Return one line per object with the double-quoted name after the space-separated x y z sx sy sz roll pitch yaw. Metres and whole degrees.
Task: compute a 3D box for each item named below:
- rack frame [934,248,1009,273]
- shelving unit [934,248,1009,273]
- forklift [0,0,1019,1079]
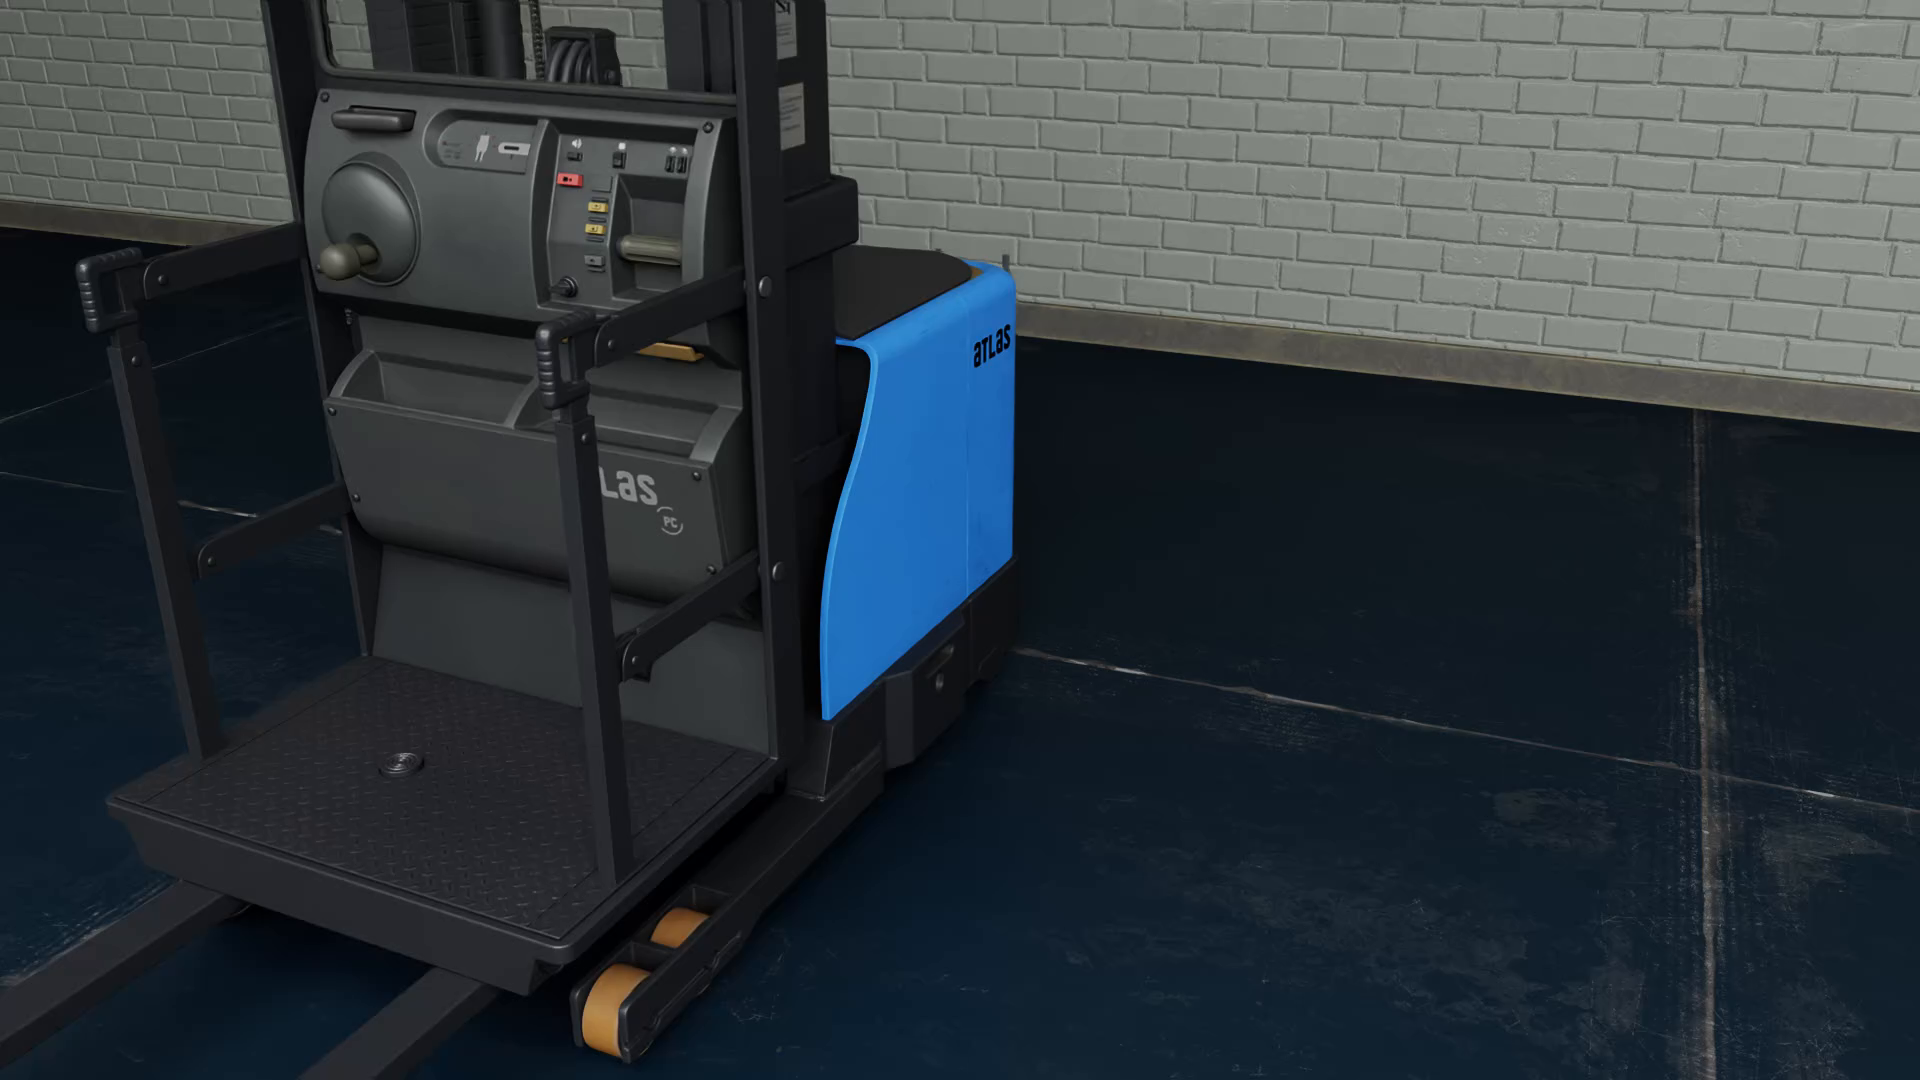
0.035 -0.449 5.157 0.240 0.900 0.006 9 24 20 "rack frame"
-0.003 -0.412 5.070 0.258 0.900 0.210 9 24 20 "shelving unit"
-0.934 -0.607 2.901 1.130 2.935 3.031 10 25 23 "forklift"
